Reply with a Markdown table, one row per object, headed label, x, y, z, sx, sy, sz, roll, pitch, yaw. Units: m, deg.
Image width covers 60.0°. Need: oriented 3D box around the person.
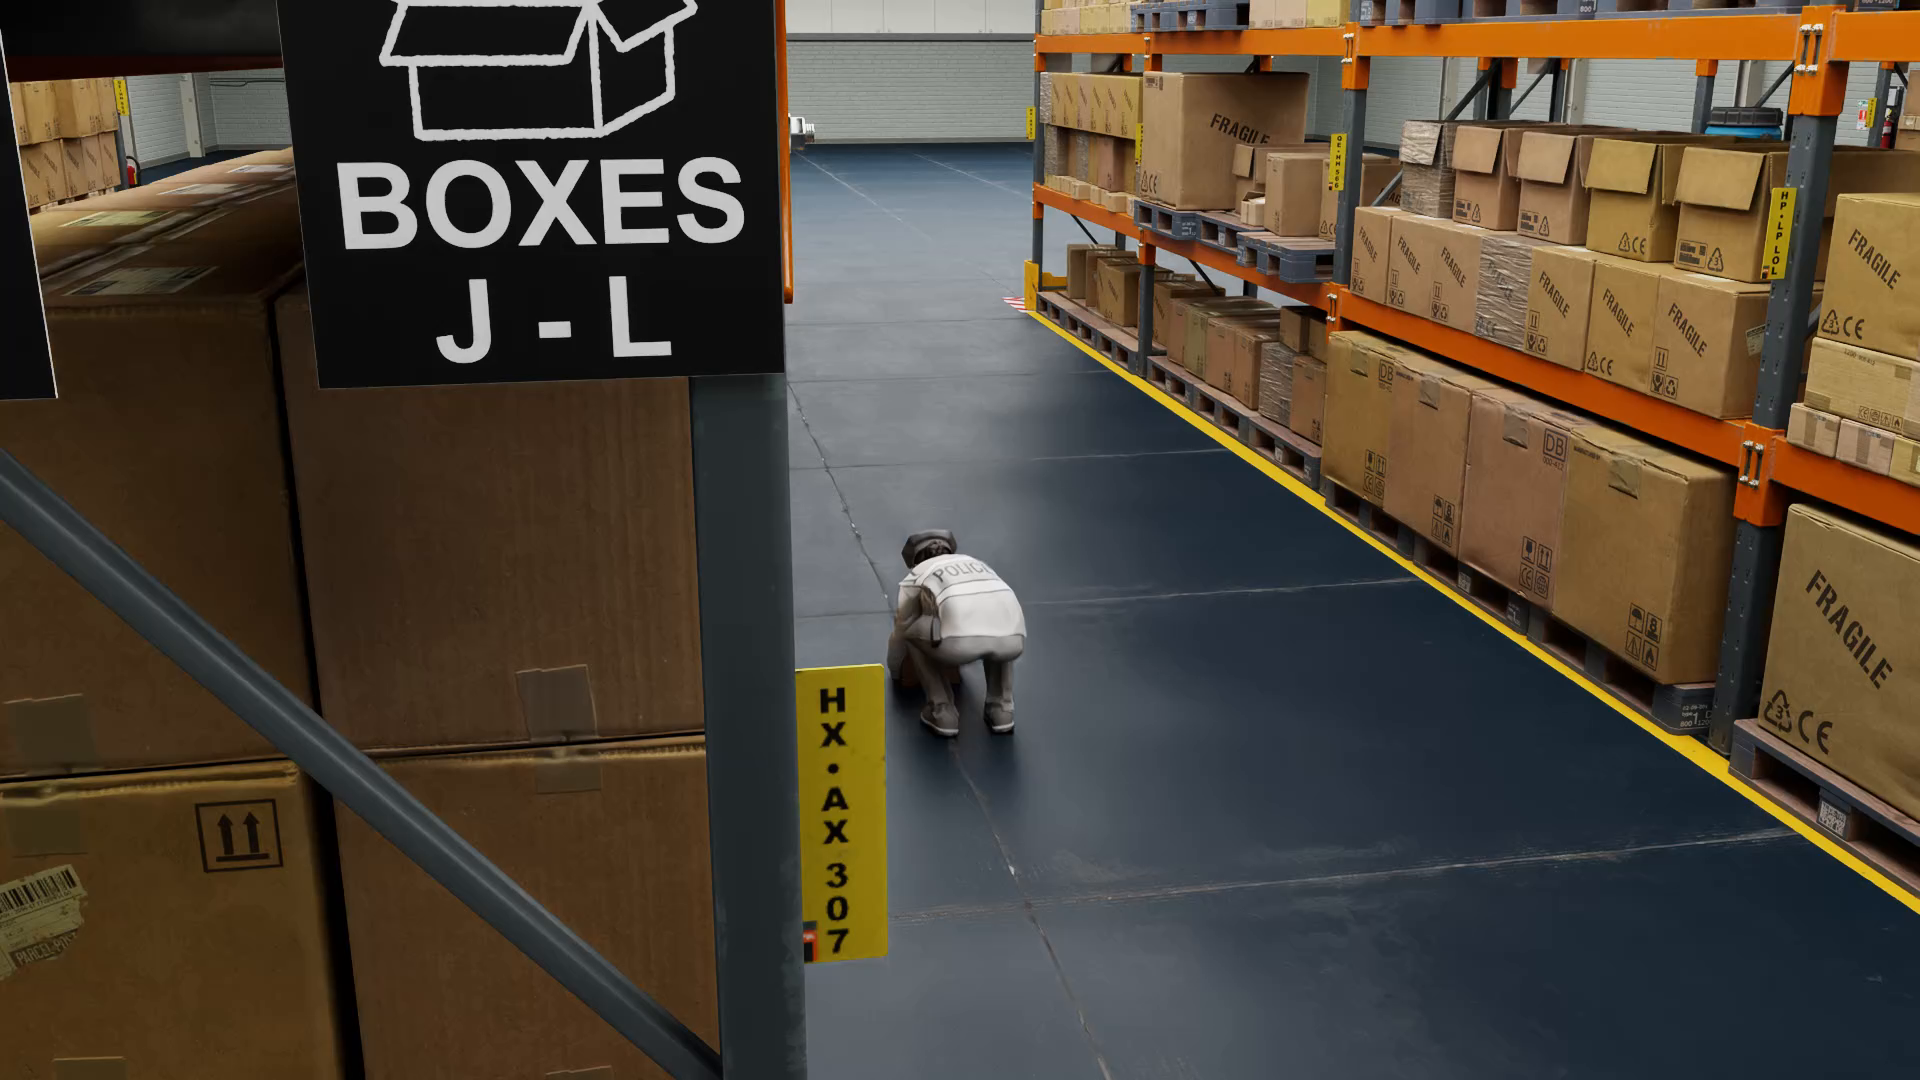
| label | x | y | z | sx | sy | sz | roll | pitch | yaw |
| --- | --- | --- | --- | --- | --- | --- | --- | --- | --- |
| person | -0.017 | 0.385 | 6.977 | 0.474 | 0.734 | 0.962 | -4 | 17 | -12 |
